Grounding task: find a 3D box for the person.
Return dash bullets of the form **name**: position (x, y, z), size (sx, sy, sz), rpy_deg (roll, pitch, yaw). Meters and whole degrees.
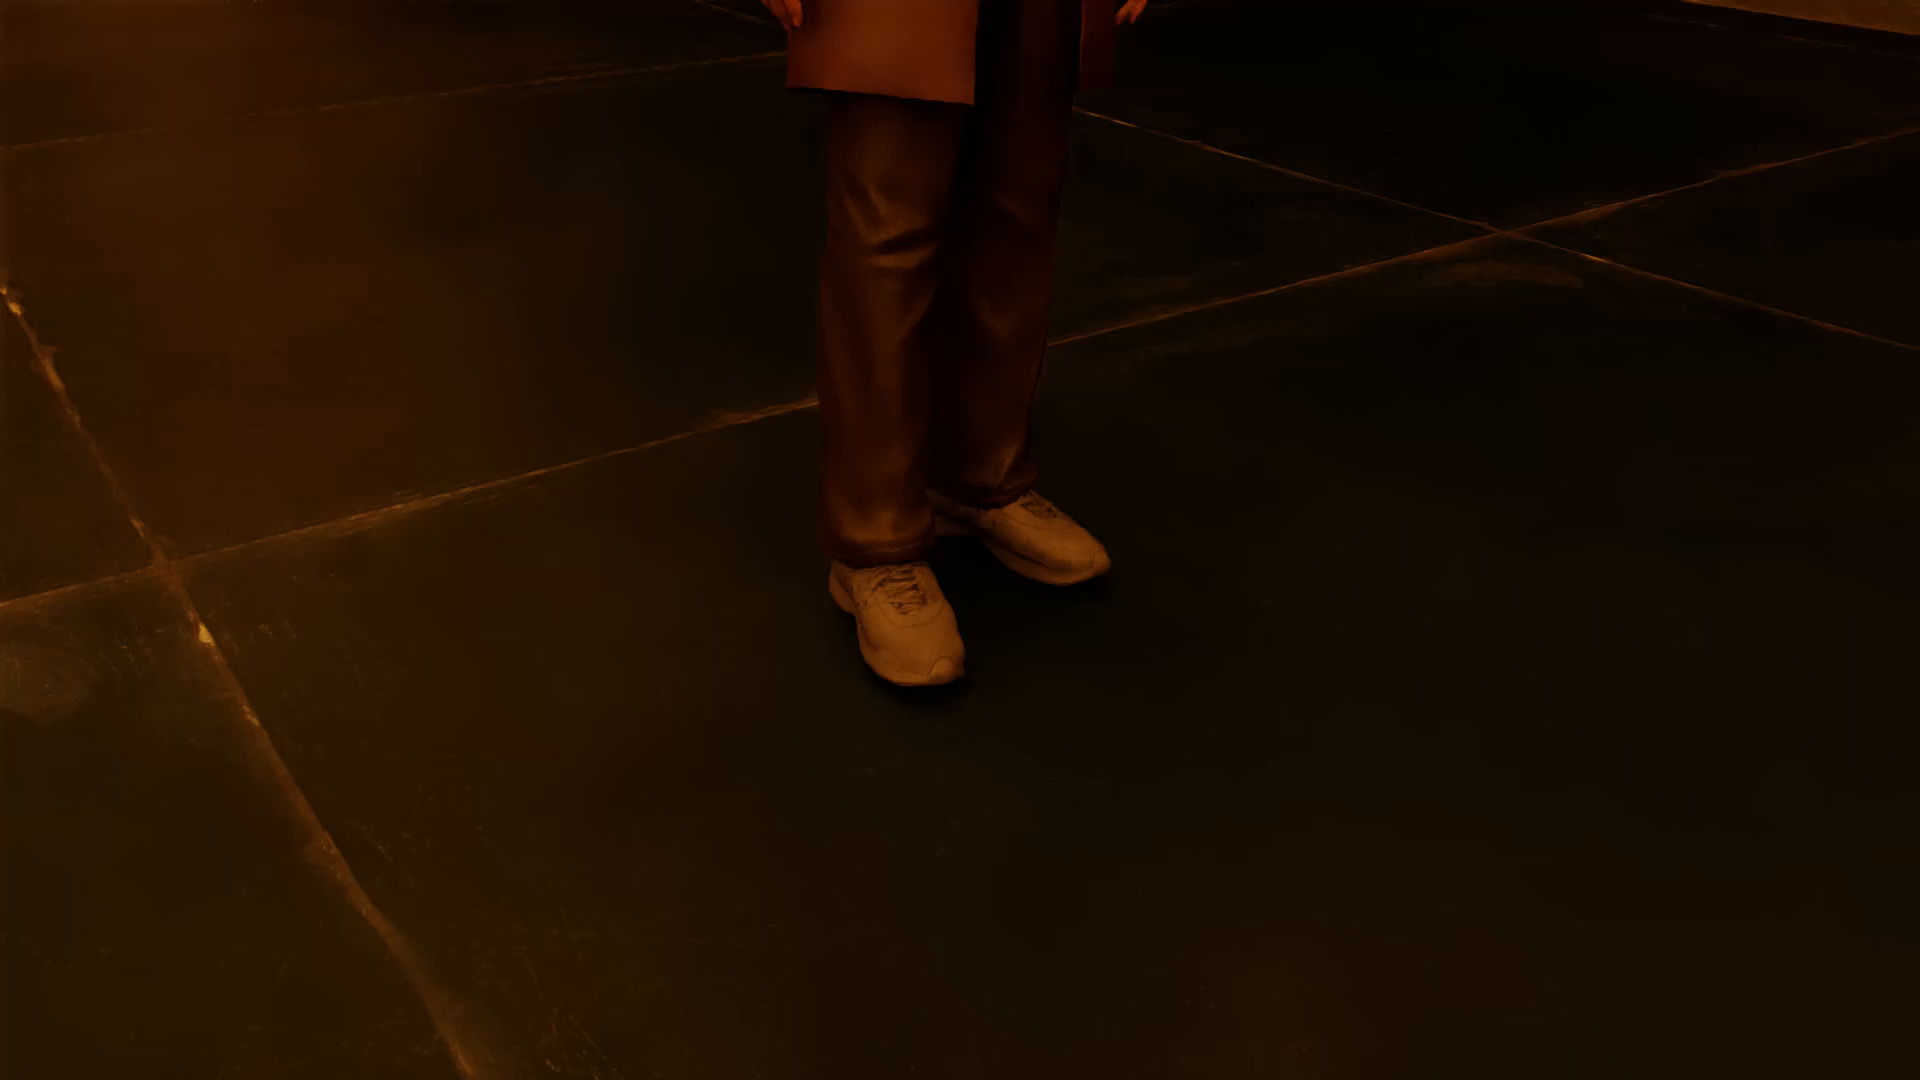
- **person**: position (0.048, -0.766, 2.029), size (0.694, 1.776, 0.580), rpy_deg (-17, 31, -31)
